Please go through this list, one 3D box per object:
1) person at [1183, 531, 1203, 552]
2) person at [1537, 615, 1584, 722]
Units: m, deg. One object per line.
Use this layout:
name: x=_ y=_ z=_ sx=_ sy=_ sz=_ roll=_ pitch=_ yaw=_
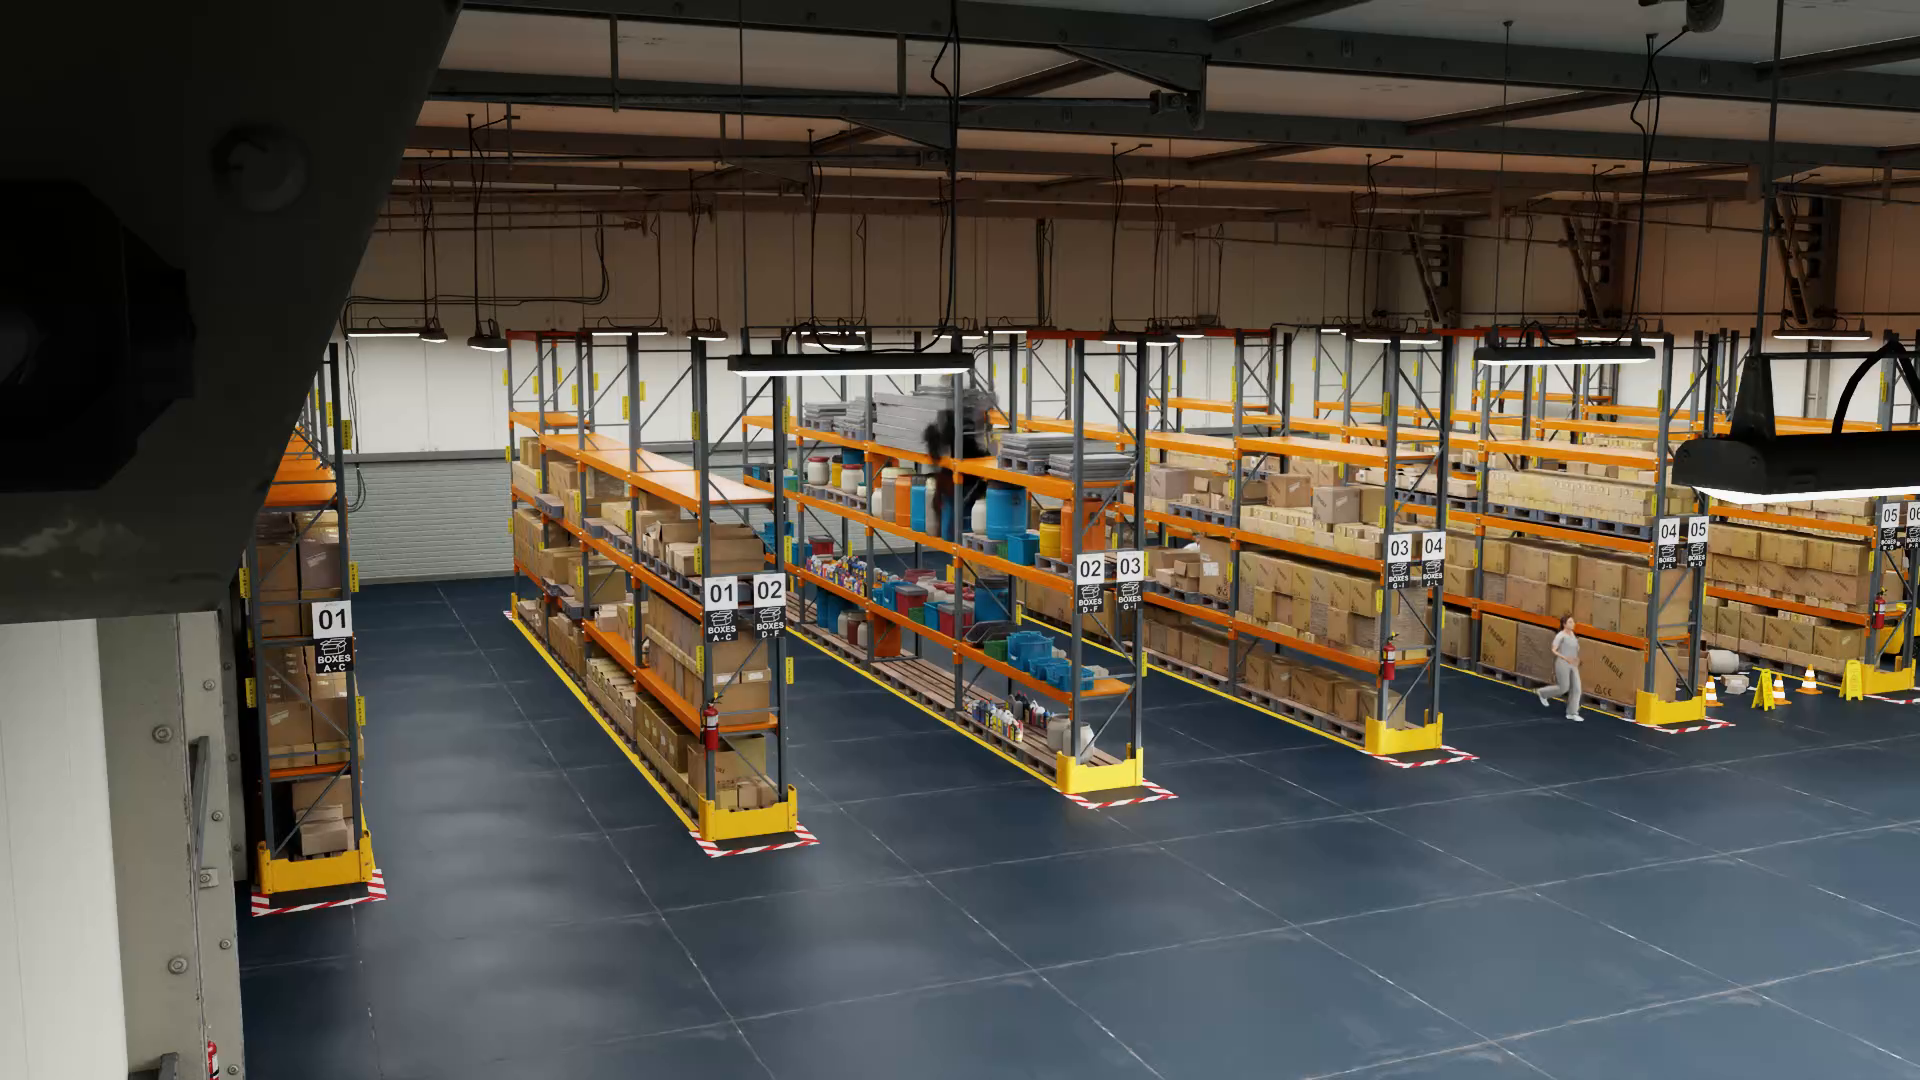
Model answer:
person: x=5.081 y=0.648 z=35.705 sx=0.572 sy=1.714 sz=0.783 roll=-4 pitch=9 yaw=-25
person: x=9.483 y=1.981 z=26.118 sx=0.568 sy=1.653 sz=0.843 roll=-5 pitch=9 yaw=-33
